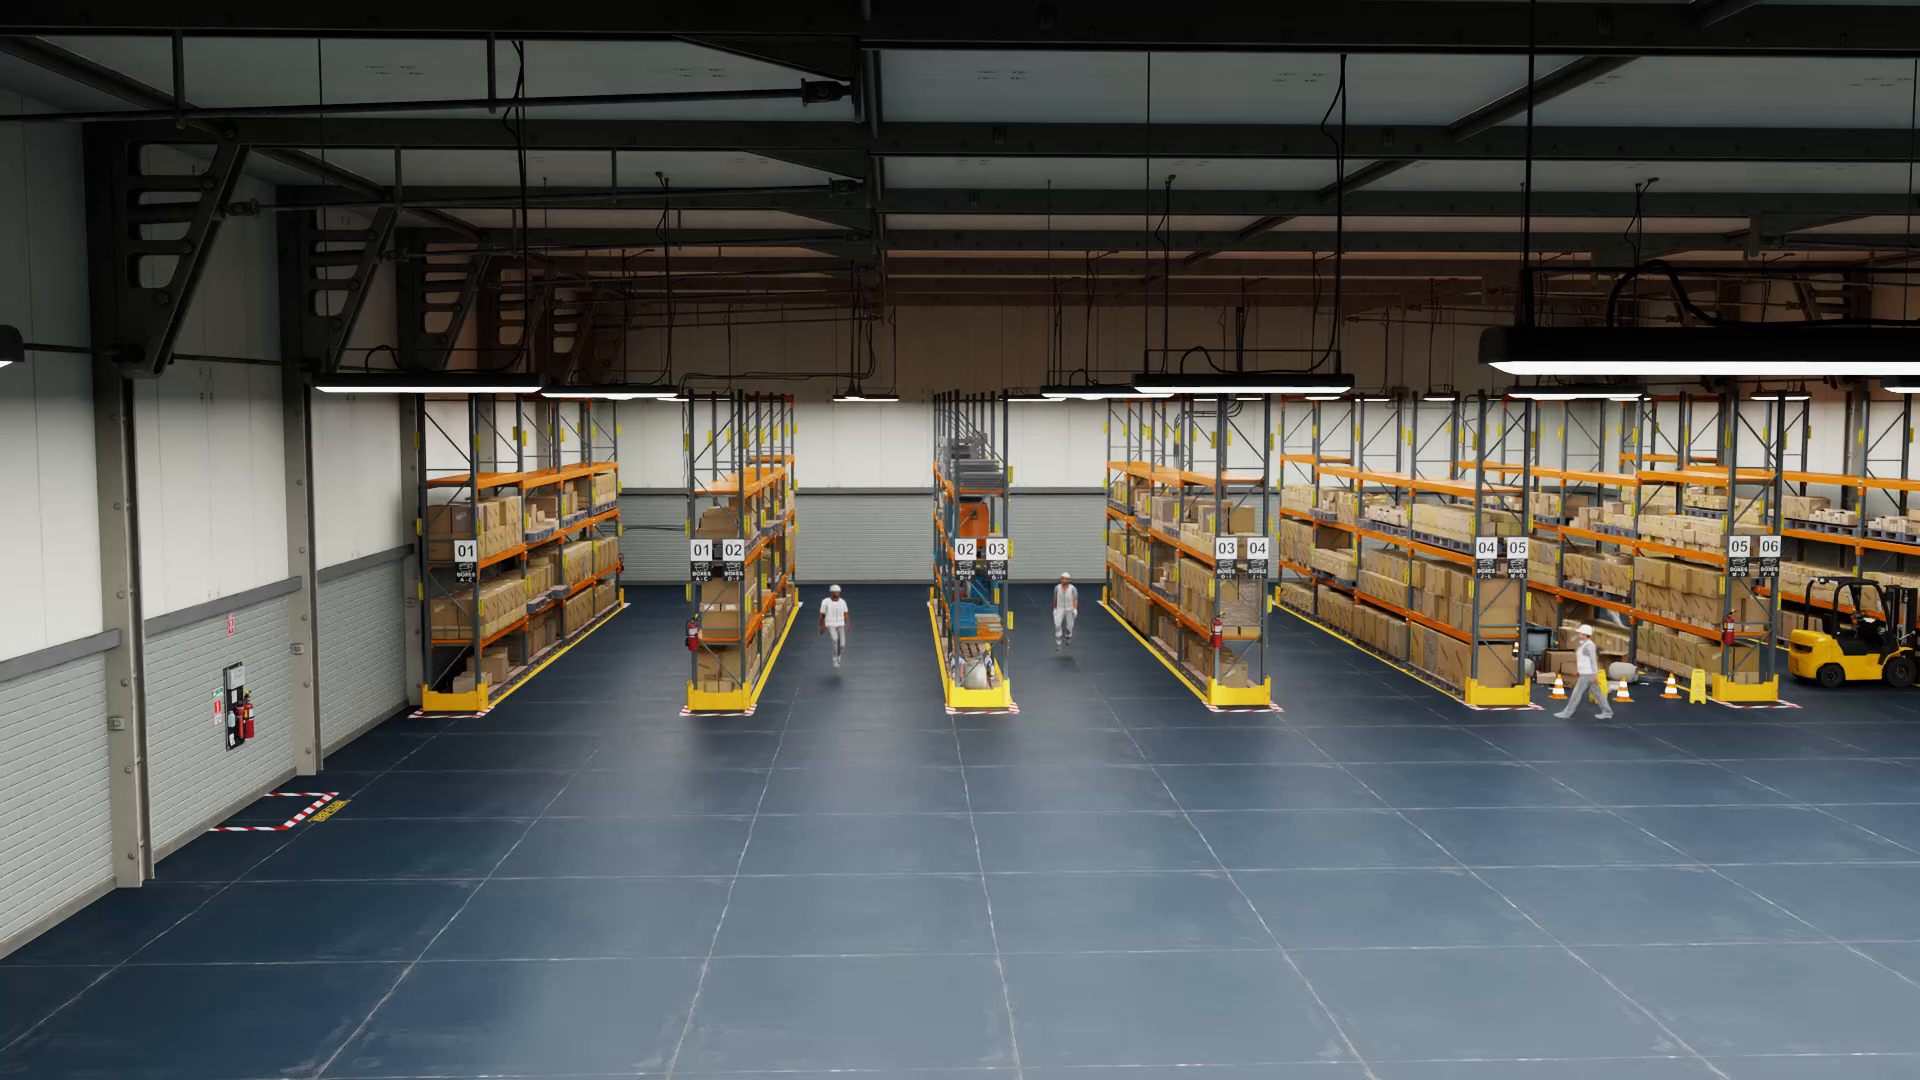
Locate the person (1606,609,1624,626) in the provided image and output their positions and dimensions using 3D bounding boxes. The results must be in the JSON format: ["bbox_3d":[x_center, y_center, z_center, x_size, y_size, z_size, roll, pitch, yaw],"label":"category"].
[{"bbox_3d":[16.558,1.440,41.893,0.659,1.760,0.668,-2,5,-26],"label":"person"}]

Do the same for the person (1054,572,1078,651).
[{"bbox_3d":[2.364,1.582,37.312,0.557,1.710,0.910,1,5,6],"label":"person"}]

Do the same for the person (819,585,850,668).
[{"bbox_3d":[-2.573,1.792,34.914,0.600,1.665,0.779,-2,5,-26],"label":"person"}]

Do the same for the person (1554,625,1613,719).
[{"bbox_3d":[11.322,2.384,30.156,1.029,1.706,0.569,1,5,18],"label":"person"}]
